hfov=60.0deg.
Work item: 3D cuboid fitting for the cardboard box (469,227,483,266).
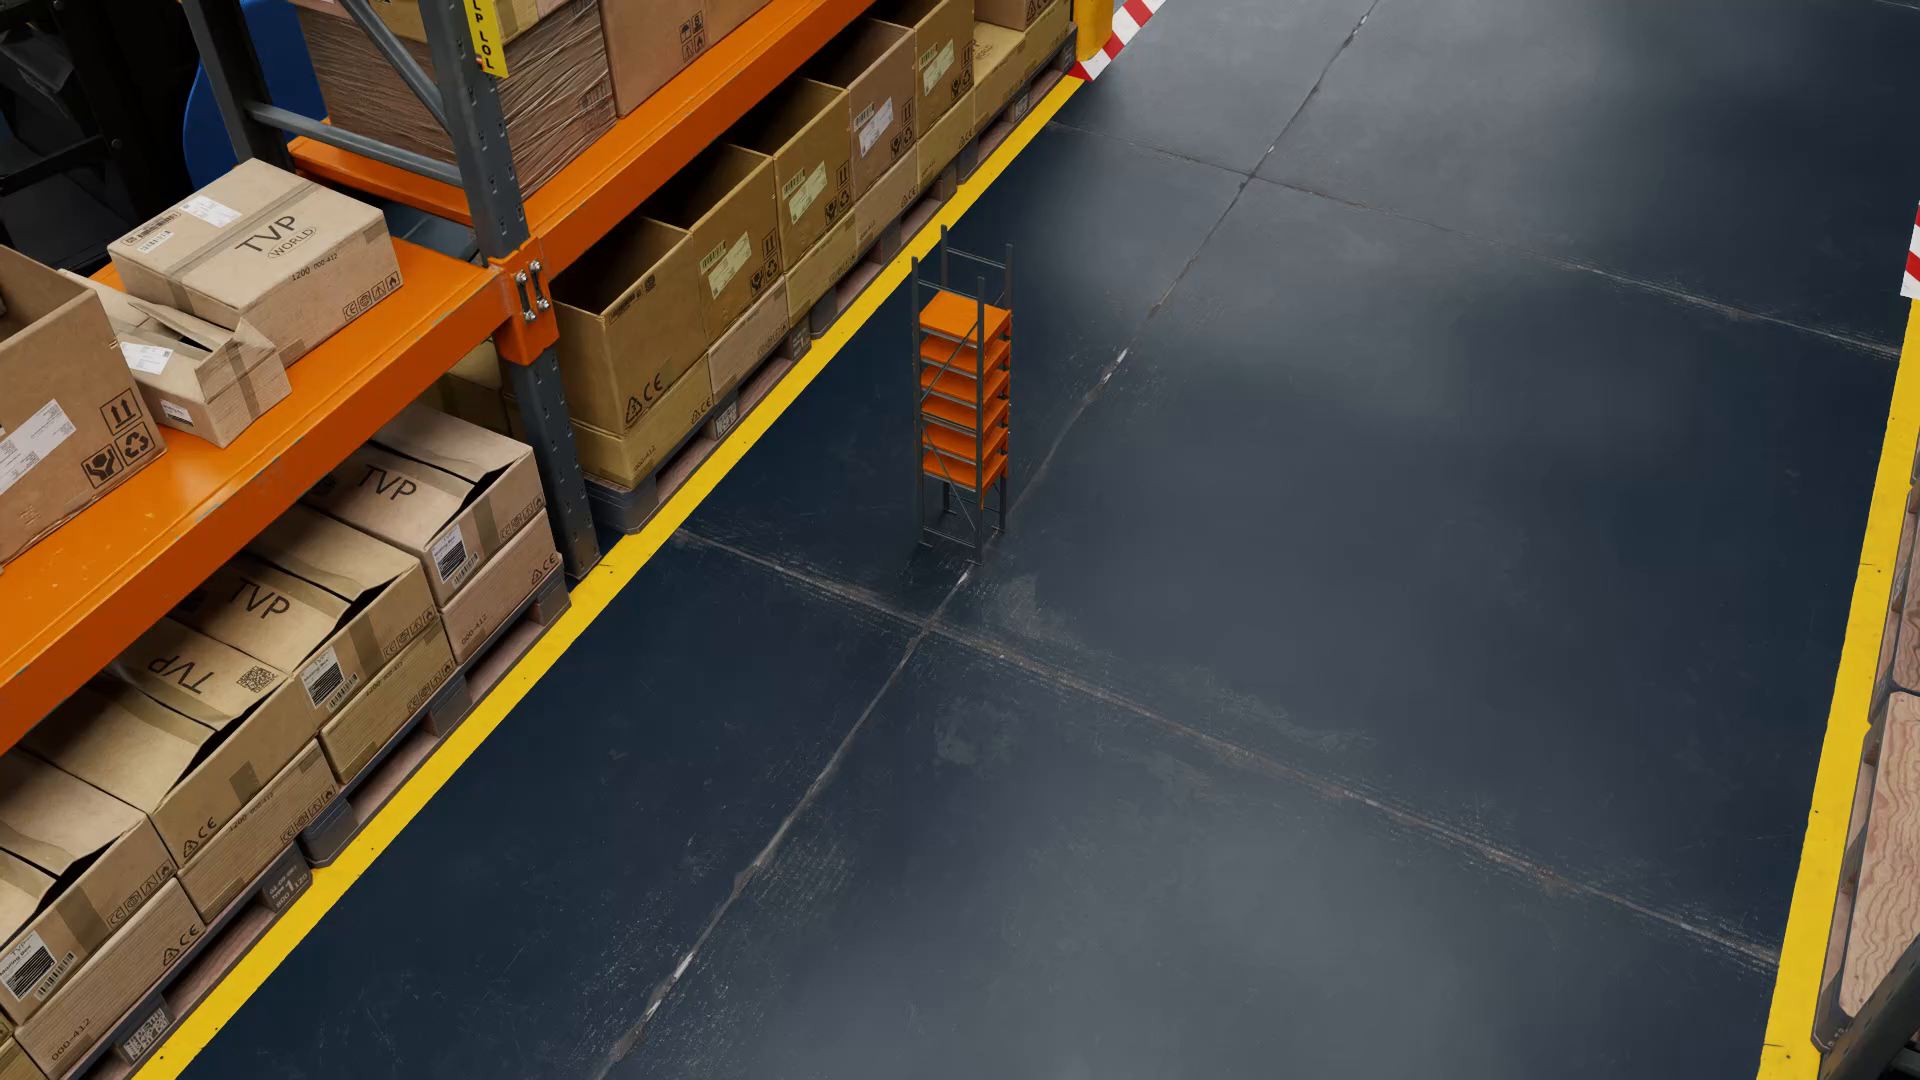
[{"bbox_3d":[-1.430,-1.236,5.973,0.500,0.500,0.500,20,49,19],"label":"cardboard box"}]

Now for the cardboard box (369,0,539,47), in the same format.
[{"bbox_3d":[-1.398,-1.484,4.581,0.380,0.149,0.250,20,49,19],"label":"cardboard box"}]

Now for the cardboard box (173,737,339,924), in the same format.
[{"bbox_3d":[-2.103,0.701,4.586,0.500,0.250,0.500,21,49,20],"label":"cardboard box"}]

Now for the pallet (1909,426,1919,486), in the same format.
[{"bbox_3d":[4.108,-0.474,6.070,1.003,0.211,1.213,20,49,19],"label":"pallet"}]

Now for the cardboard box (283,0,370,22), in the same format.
[{"bbox_3d":[-1.758,-1.621,4.716,0.380,0.149,0.250,20,49,19],"label":"cardboard box"}]

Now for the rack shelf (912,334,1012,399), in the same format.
[{"bbox_3d":[0.007,-0.568,5.193,0.258,0.103,0.180,20,49,19],"label":"rack shelf"}]

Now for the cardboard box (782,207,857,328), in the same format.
[{"bbox_3d":[-0.737,-1.115,6.381,0.500,0.250,0.500,20,49,19],"label":"cardboard box"}]

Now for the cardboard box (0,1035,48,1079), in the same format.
[{"bbox_3d":[-2.579,1.344,3.951,0.500,0.250,0.500,19,48,18],"label":"cardboard box"}]

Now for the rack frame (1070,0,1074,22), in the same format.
[{"bbox_3d":[0.163,-3.635,7.234,1.000,3.000,0.127,20,49,19],"label":"rack frame"}]

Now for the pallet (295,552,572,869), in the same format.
[{"bbox_3d":[-2.002,0.342,5.264,1.003,0.211,1.213,20,49,19],"label":"pallet"}]

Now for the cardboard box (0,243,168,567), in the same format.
[{"bbox_3d":[-2.310,-0.340,3.907,0.500,0.500,0.500,24,50,22],"label":"cardboard box"}]

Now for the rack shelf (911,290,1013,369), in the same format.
[{"bbox_3d":[0.007,-0.653,5.108,0.258,0.103,0.180,20,49,19],"label":"rack shelf"}]

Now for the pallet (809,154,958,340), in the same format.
[{"bbox_3d":[-0.723,-1.394,6.979,1.003,0.211,1.213,20,49,19],"label":"pallet"}]

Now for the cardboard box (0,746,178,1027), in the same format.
[{"bbox_3d":[-2.335,0.815,4.079,0.500,0.311,0.500,20,49,19],"label":"cardboard box"}]

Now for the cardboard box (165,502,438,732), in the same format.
[{"bbox_3d":[-1.864,0.186,4.701,0.500,0.311,0.500,22,49,20],"label":"cardboard box"}]

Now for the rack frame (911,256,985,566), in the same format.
[{"bbox_3d":[-0.036,-0.373,5.275,0.240,1.200,0.006,20,49,19],"label":"rack frame"}]

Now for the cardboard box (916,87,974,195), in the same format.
[{"bbox_3d":[-0.277,-1.746,7.005,0.500,0.250,0.500,20,49,19],"label":"cardboard box"}]

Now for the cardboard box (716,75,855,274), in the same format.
[{"bbox_3d":[-0.738,-1.379,6.115,0.500,0.500,0.500,20,49,19],"label":"cardboard box"}]

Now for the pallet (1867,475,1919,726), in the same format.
[{"bbox_3d":[3.541,0.292,5.313,1.003,0.211,1.213,20,49,19],"label":"pallet"}]

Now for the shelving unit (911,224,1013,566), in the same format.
[{"bbox_3d":[0.007,-0.431,5.332,0.258,1.200,0.189,20,49,19],"label":"shelving unit"}]

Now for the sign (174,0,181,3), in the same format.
[{"bbox_3d":[-2.187,-1.630,4.588,0.100,0.325,0.005,20,49,19],"label":"sign"}]

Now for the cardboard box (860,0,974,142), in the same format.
[{"bbox_3d":[-0.274,-2.009,6.737,0.500,0.500,0.500,20,49,19],"label":"cardboard box"}]

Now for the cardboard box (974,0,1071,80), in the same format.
[{"bbox_3d":[0.175,-2.381,7.632,0.500,0.250,0.500,20,49,19],"label":"cardboard box"}]

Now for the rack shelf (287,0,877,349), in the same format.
[{"bbox_3d":[-0.766,-2.122,6.245,1.077,0.370,4.000,20,49,19],"label":"rack shelf"}]

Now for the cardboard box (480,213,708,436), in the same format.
[{"bbox_3d":[-1.202,-0.749,5.492,0.500,0.500,0.500,20,49,19],"label":"cardboard box"}]

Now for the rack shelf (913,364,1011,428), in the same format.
[{"bbox_3d":[0.007,-0.484,5.279,0.258,0.103,0.180,20,49,19],"label":"rack shelf"}]

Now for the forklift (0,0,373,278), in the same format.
[{"bbox_3d":[-3.670,-2.097,5.762,1.130,2.935,3.031,33,54,28],"label":"forklift"}]

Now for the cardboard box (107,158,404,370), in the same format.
[{"bbox_3d":[-1.884,-0.738,4.476,0.500,0.250,0.500,23,50,21],"label":"cardboard box"}]

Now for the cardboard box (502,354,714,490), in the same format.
[{"bbox_3d":[-1.210,-0.489,5.762,0.500,0.250,0.500,20,49,19],"label":"cardboard box"}]

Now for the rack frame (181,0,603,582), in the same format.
[{"bbox_3d":[-1.694,-1.115,4.743,1.000,3.000,0.127,20,49,19],"label":"rack frame"}]

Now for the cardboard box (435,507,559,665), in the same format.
[{"bbox_3d":[-1.630,0.060,5.219,0.500,0.250,0.500,20,49,19],"label":"cardboard box"}]

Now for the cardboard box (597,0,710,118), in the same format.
[{"bbox_3d":[-1.255,-1.767,5.317,0.700,0.500,0.500,20,49,19],"label":"cardboard box"}]
